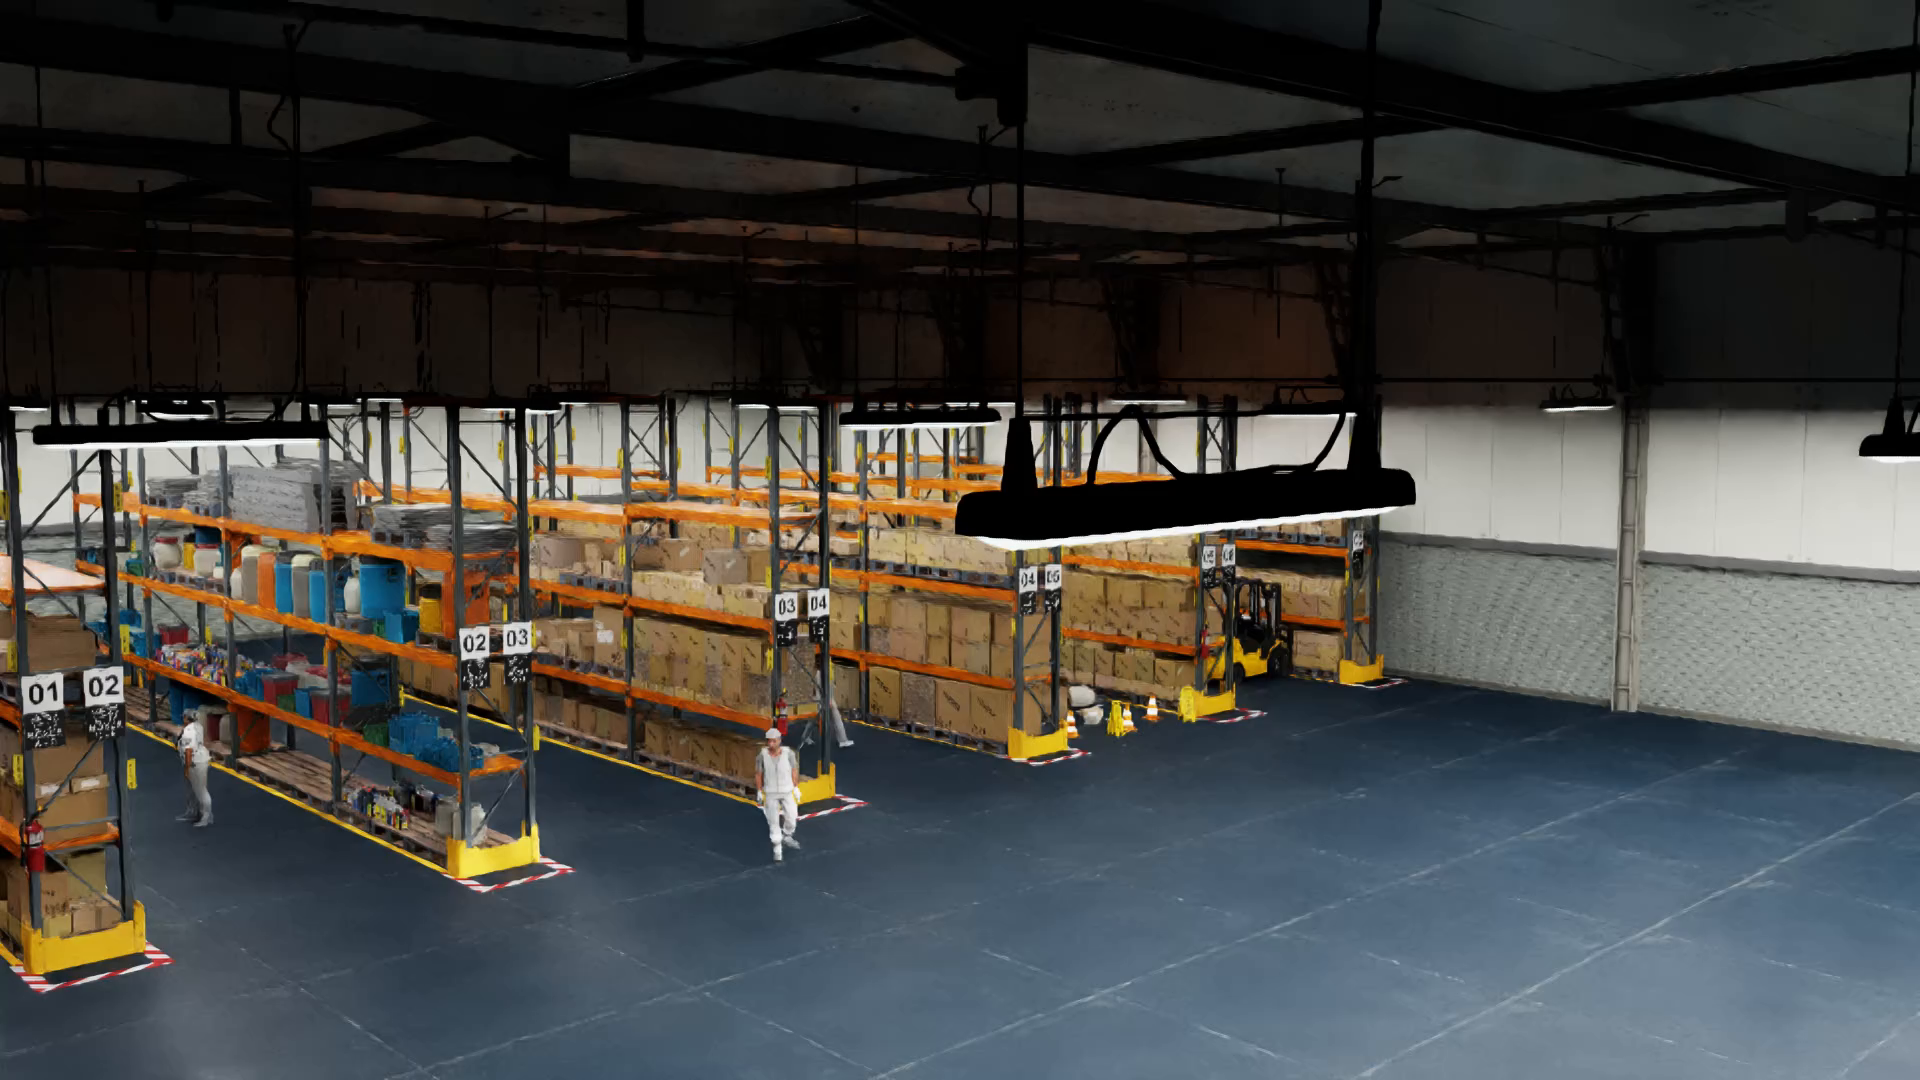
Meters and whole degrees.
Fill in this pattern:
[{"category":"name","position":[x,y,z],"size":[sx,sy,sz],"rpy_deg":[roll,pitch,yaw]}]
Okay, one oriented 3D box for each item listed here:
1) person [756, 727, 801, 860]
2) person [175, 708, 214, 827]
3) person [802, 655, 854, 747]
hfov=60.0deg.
[{"category":"person","position":[-2.400,3.326,21.982],"size":[0.589,1.779,0.572],"rpy_deg":[-1,6,-8]},{"category":"person","position":[-10.934,3.207,23.667],"size":[0.556,1.659,0.597],"rpy_deg":[-1,6,-15]},{"category":"person","position":[-2.309,2.753,28.624],"size":[1.016,1.601,0.444],"rpy_deg":[4,7,38]}]
